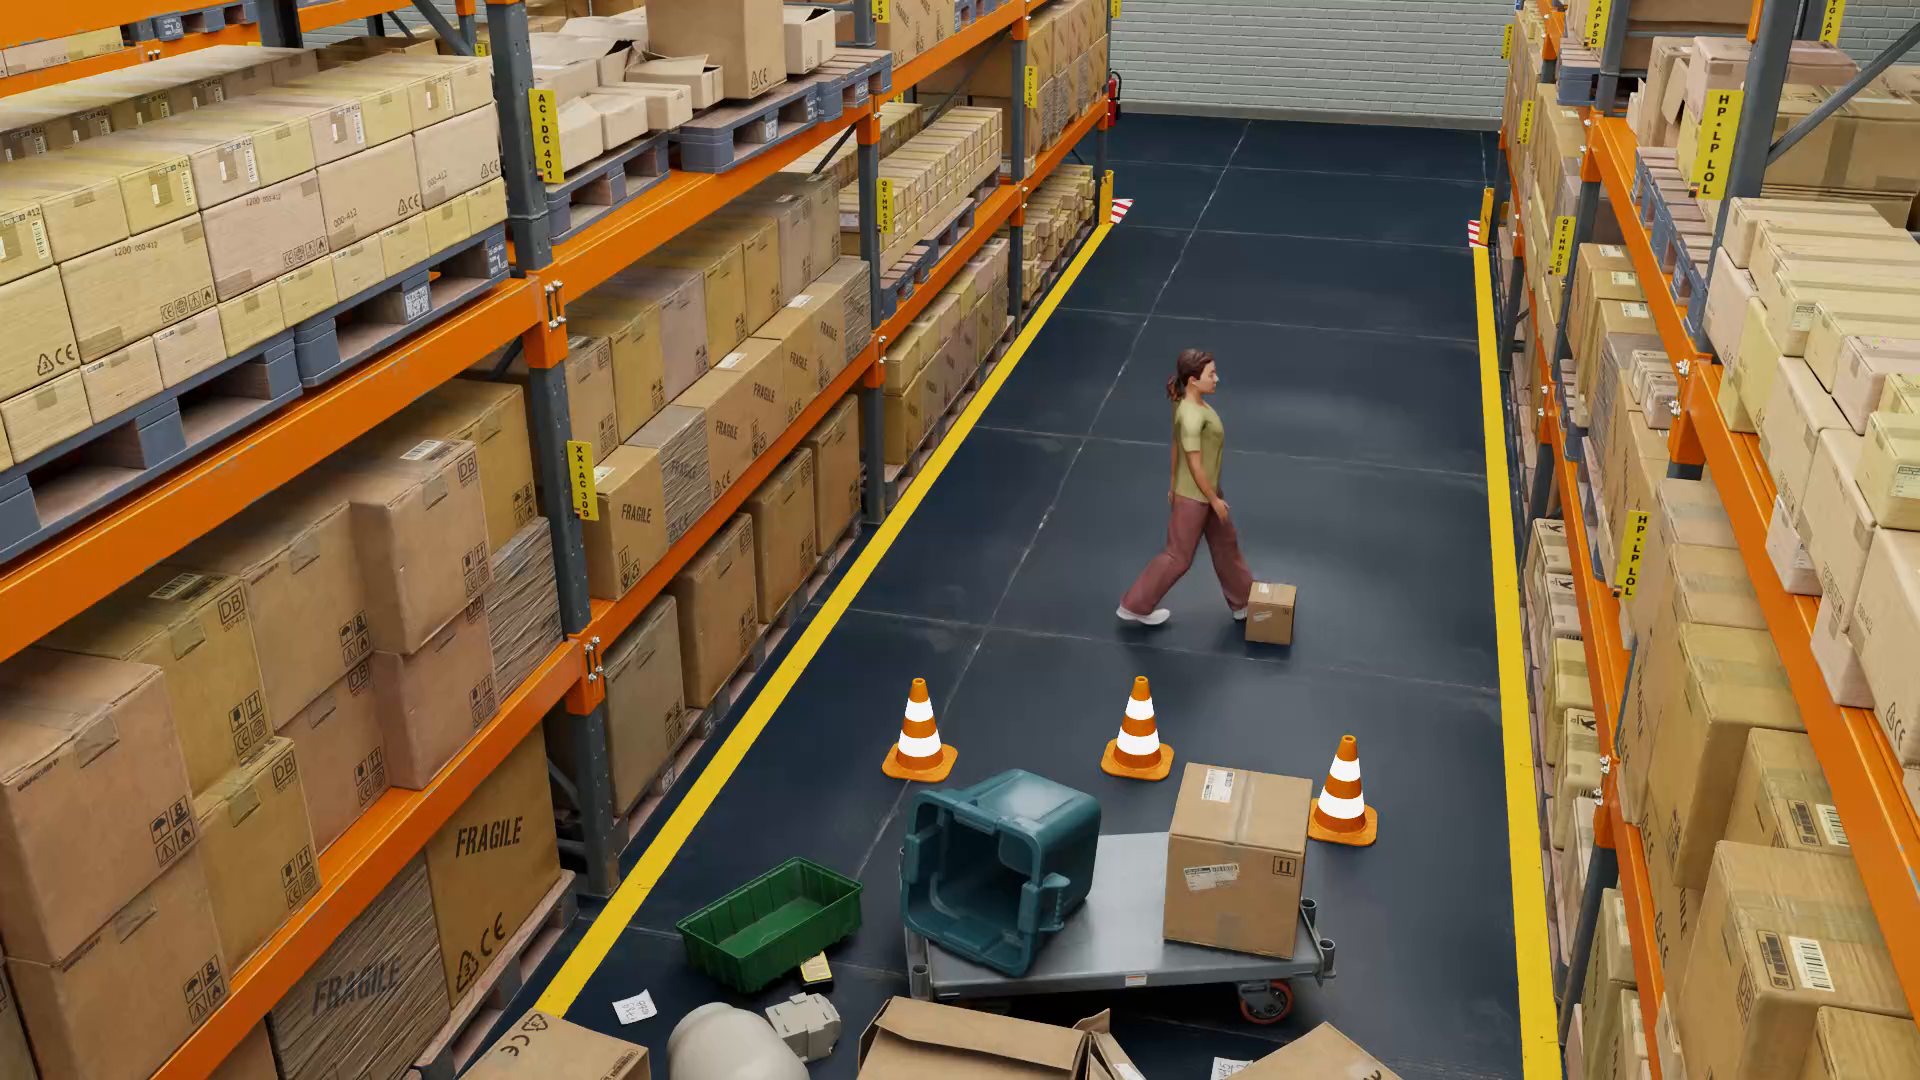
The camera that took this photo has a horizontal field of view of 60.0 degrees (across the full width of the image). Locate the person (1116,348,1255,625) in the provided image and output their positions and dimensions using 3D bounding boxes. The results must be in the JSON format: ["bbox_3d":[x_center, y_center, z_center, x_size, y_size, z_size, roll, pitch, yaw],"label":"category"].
[{"bbox_3d":[1.375,-0.267,9.199,0.954,1.625,0.464,3,26,6],"label":"person"}]
